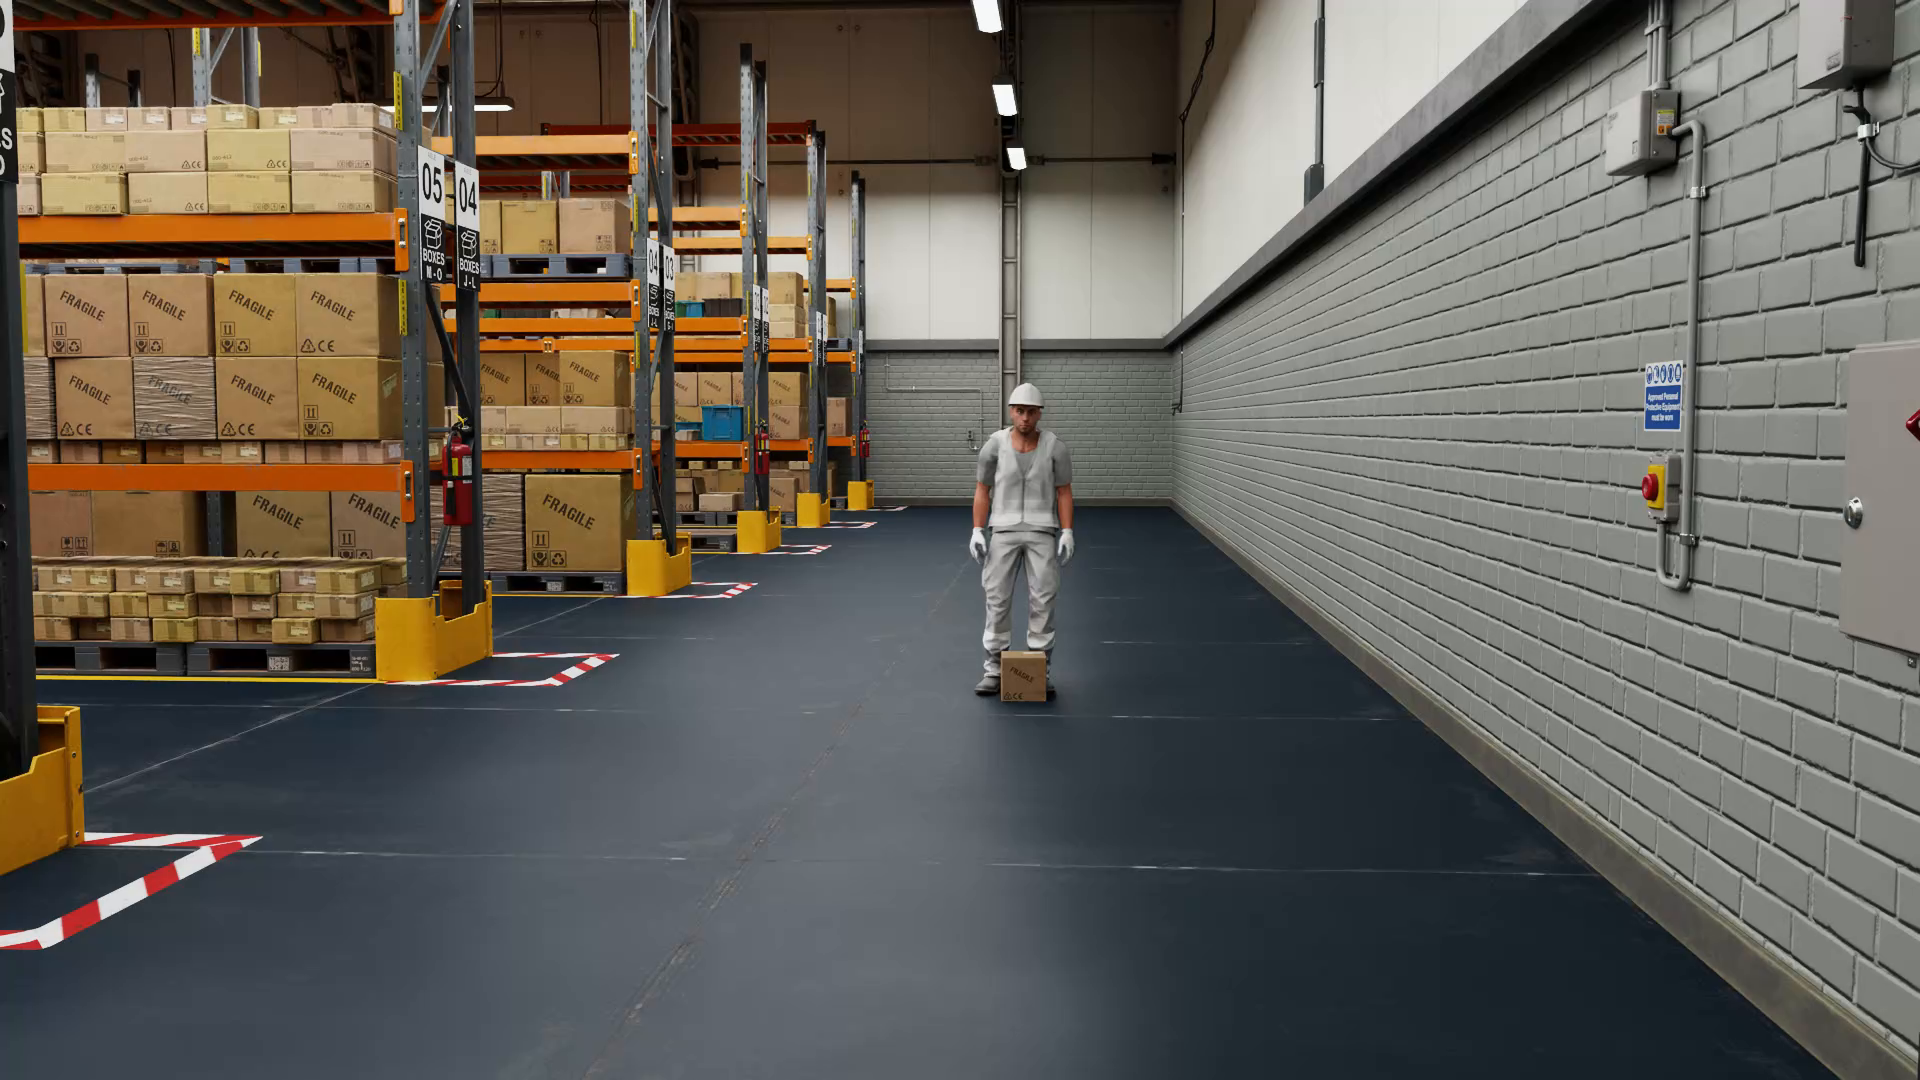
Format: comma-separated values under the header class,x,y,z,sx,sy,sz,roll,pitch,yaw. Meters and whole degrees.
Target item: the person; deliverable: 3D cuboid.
class,x,y,z,sx,sy,sz,roll,pitch,yaw
person,0.360,-0.008,9.565,0.607,1.779,0.452,0,4,3
